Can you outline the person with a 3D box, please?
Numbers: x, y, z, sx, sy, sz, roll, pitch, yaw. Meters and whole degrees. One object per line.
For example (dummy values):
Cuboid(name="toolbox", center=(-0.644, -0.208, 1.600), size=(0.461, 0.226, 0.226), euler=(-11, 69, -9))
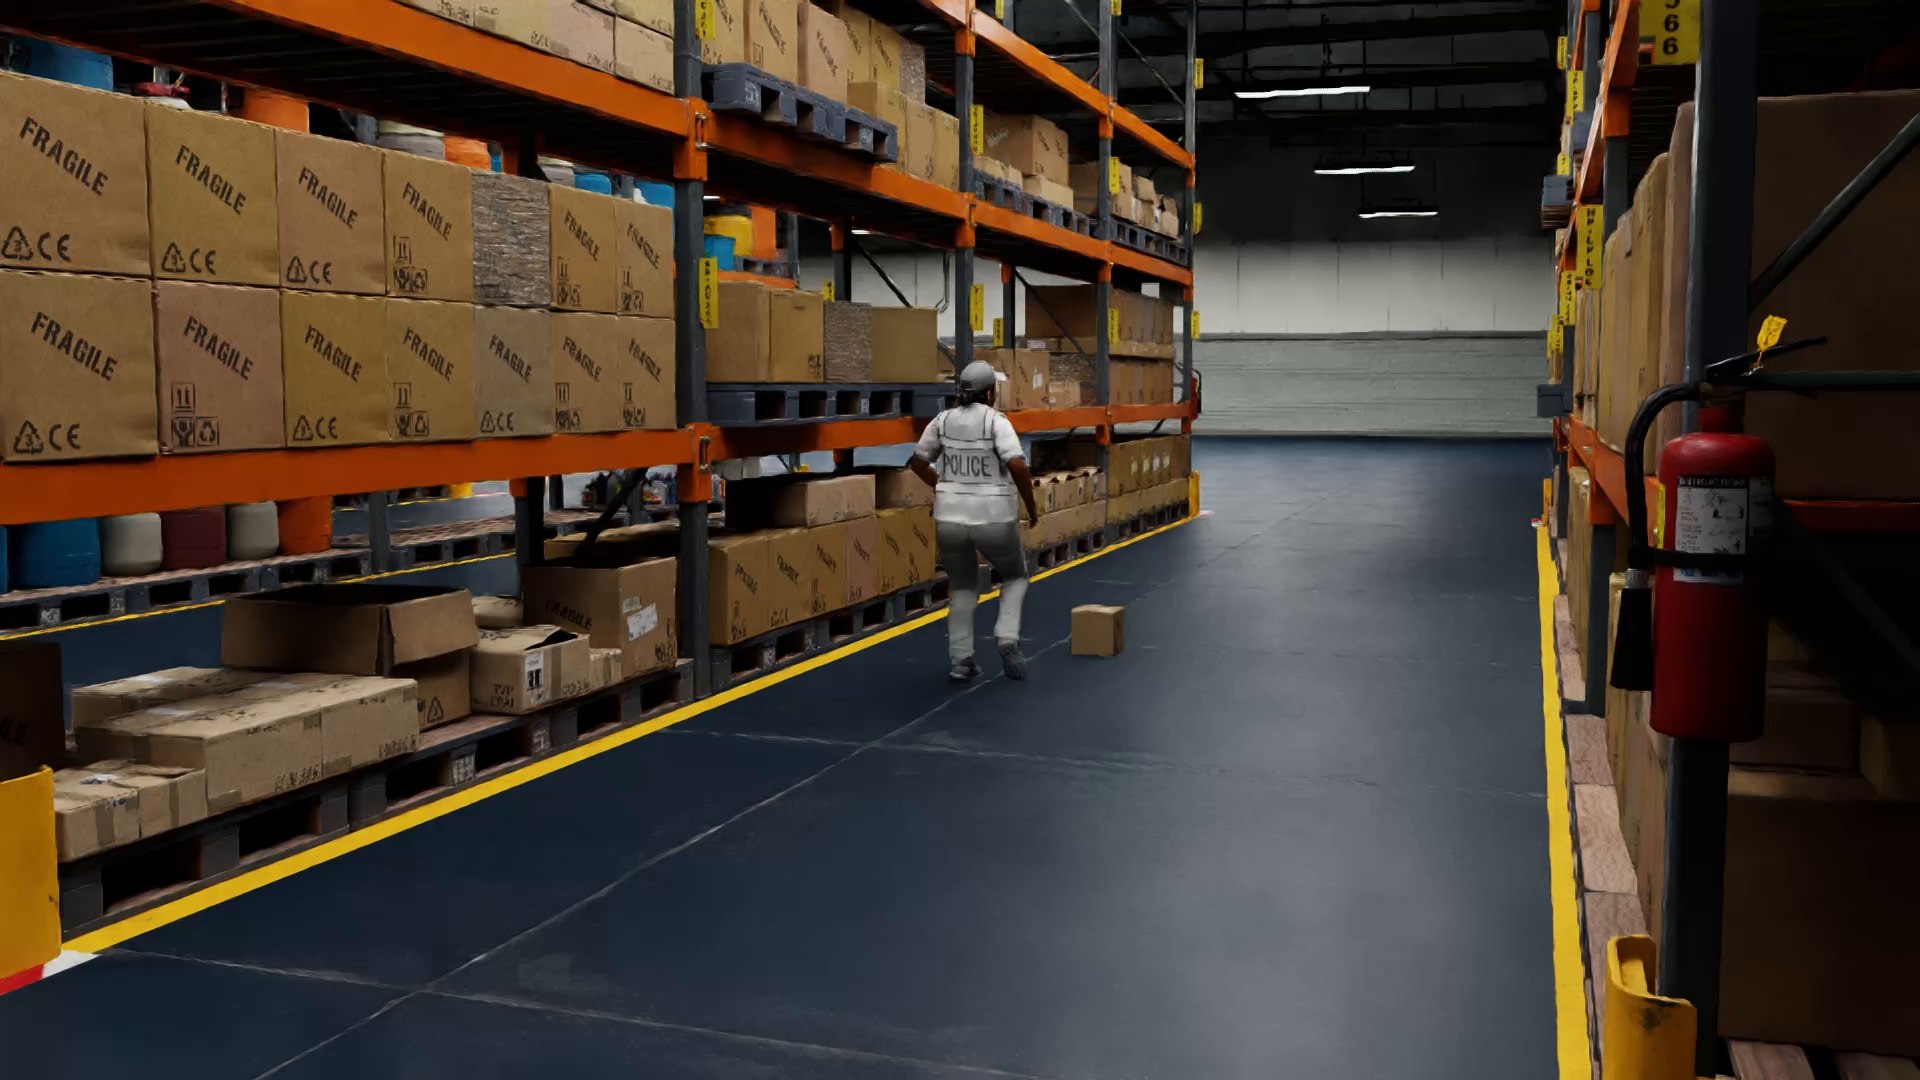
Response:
Cuboid(name="person", center=(0.112, -0.134, 8.479), size=(0.664, 1.554, 0.551), euler=(2, 6, 18))
